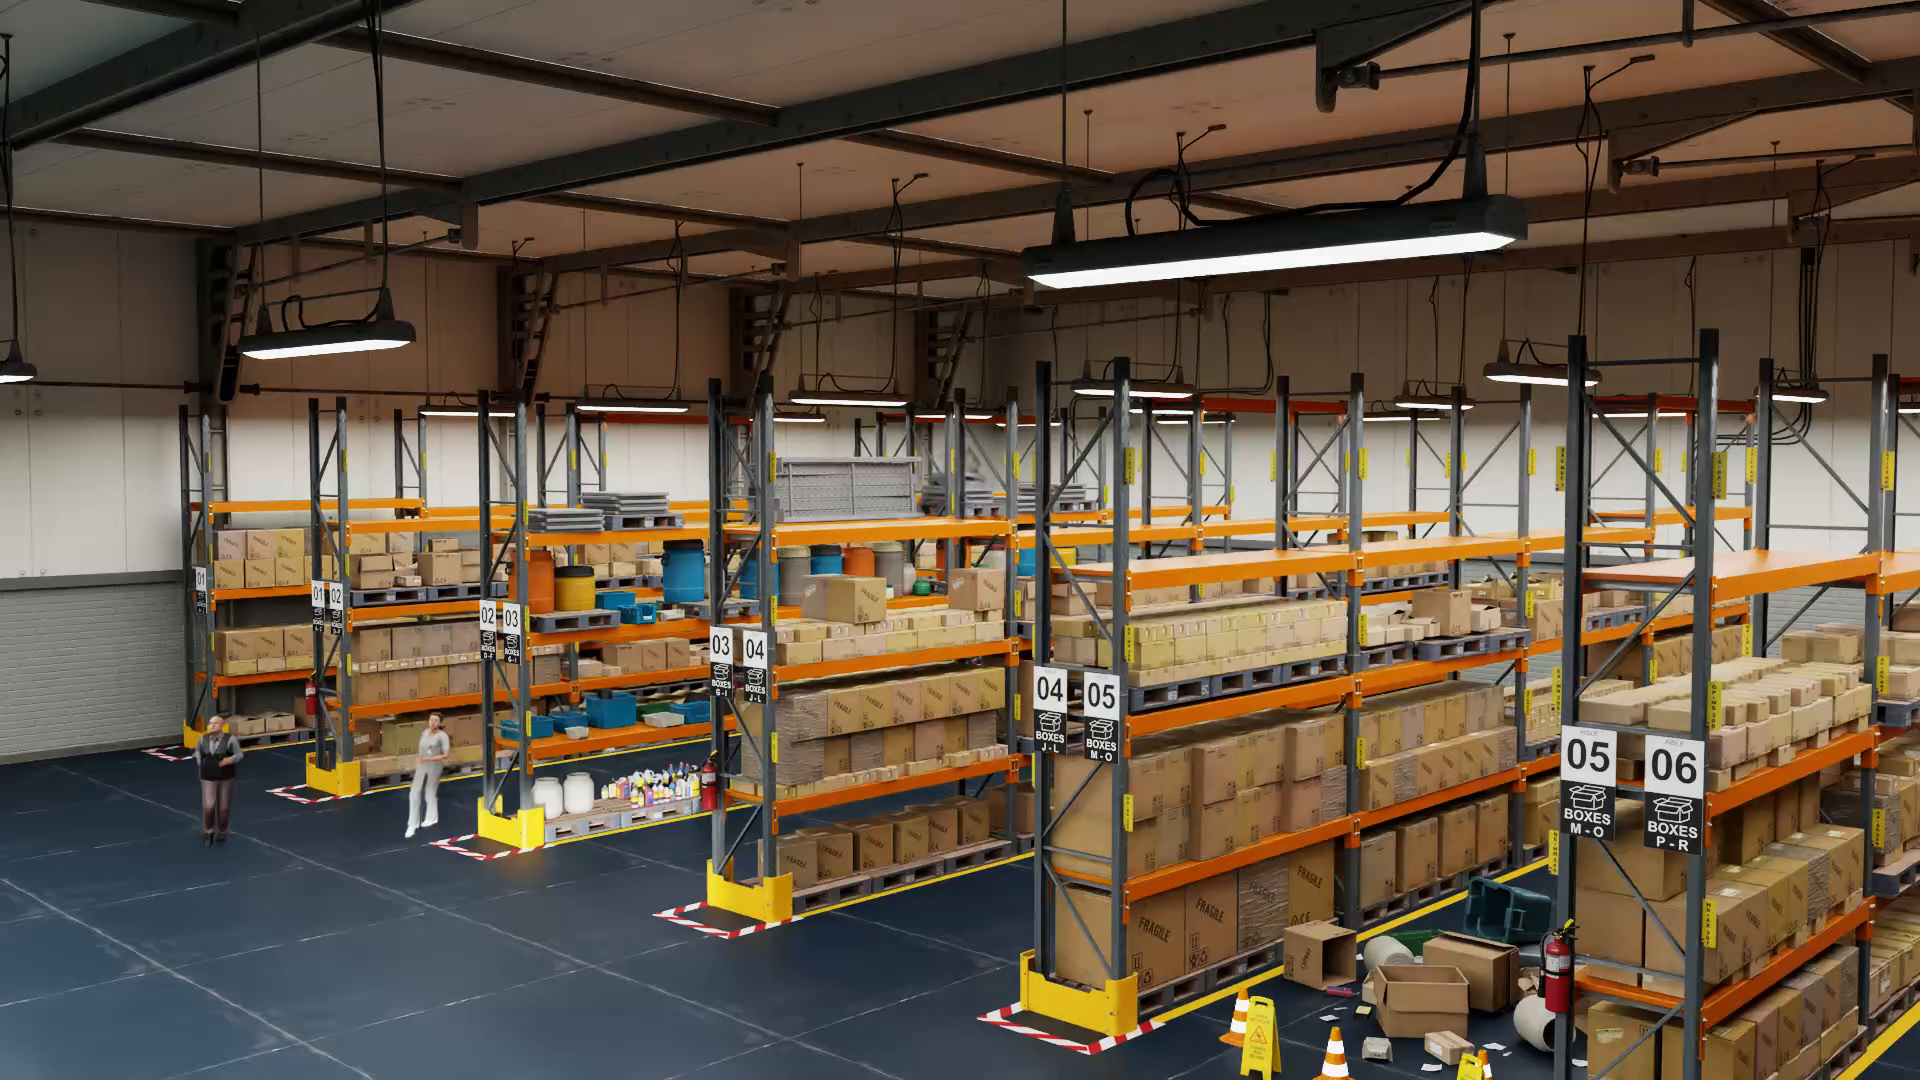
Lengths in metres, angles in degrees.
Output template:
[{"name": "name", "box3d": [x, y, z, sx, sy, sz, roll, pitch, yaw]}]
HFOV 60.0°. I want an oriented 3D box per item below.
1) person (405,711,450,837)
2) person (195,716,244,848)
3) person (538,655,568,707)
[{"name": "person", "box3d": [-7.163, 3.167, 22.572, 0.576, 1.689, 0.673, 0, 3, 8]}, {"name": "person", "box3d": [-9.721, 3.171, 21.795, 0.631, 1.738, 0.704, -1, 3, -15]}, {"name": "person", "box3d": [-7.324, 2.690, 30.132, 0.649, 1.804, 1.026, 2, 4, 36]}]
